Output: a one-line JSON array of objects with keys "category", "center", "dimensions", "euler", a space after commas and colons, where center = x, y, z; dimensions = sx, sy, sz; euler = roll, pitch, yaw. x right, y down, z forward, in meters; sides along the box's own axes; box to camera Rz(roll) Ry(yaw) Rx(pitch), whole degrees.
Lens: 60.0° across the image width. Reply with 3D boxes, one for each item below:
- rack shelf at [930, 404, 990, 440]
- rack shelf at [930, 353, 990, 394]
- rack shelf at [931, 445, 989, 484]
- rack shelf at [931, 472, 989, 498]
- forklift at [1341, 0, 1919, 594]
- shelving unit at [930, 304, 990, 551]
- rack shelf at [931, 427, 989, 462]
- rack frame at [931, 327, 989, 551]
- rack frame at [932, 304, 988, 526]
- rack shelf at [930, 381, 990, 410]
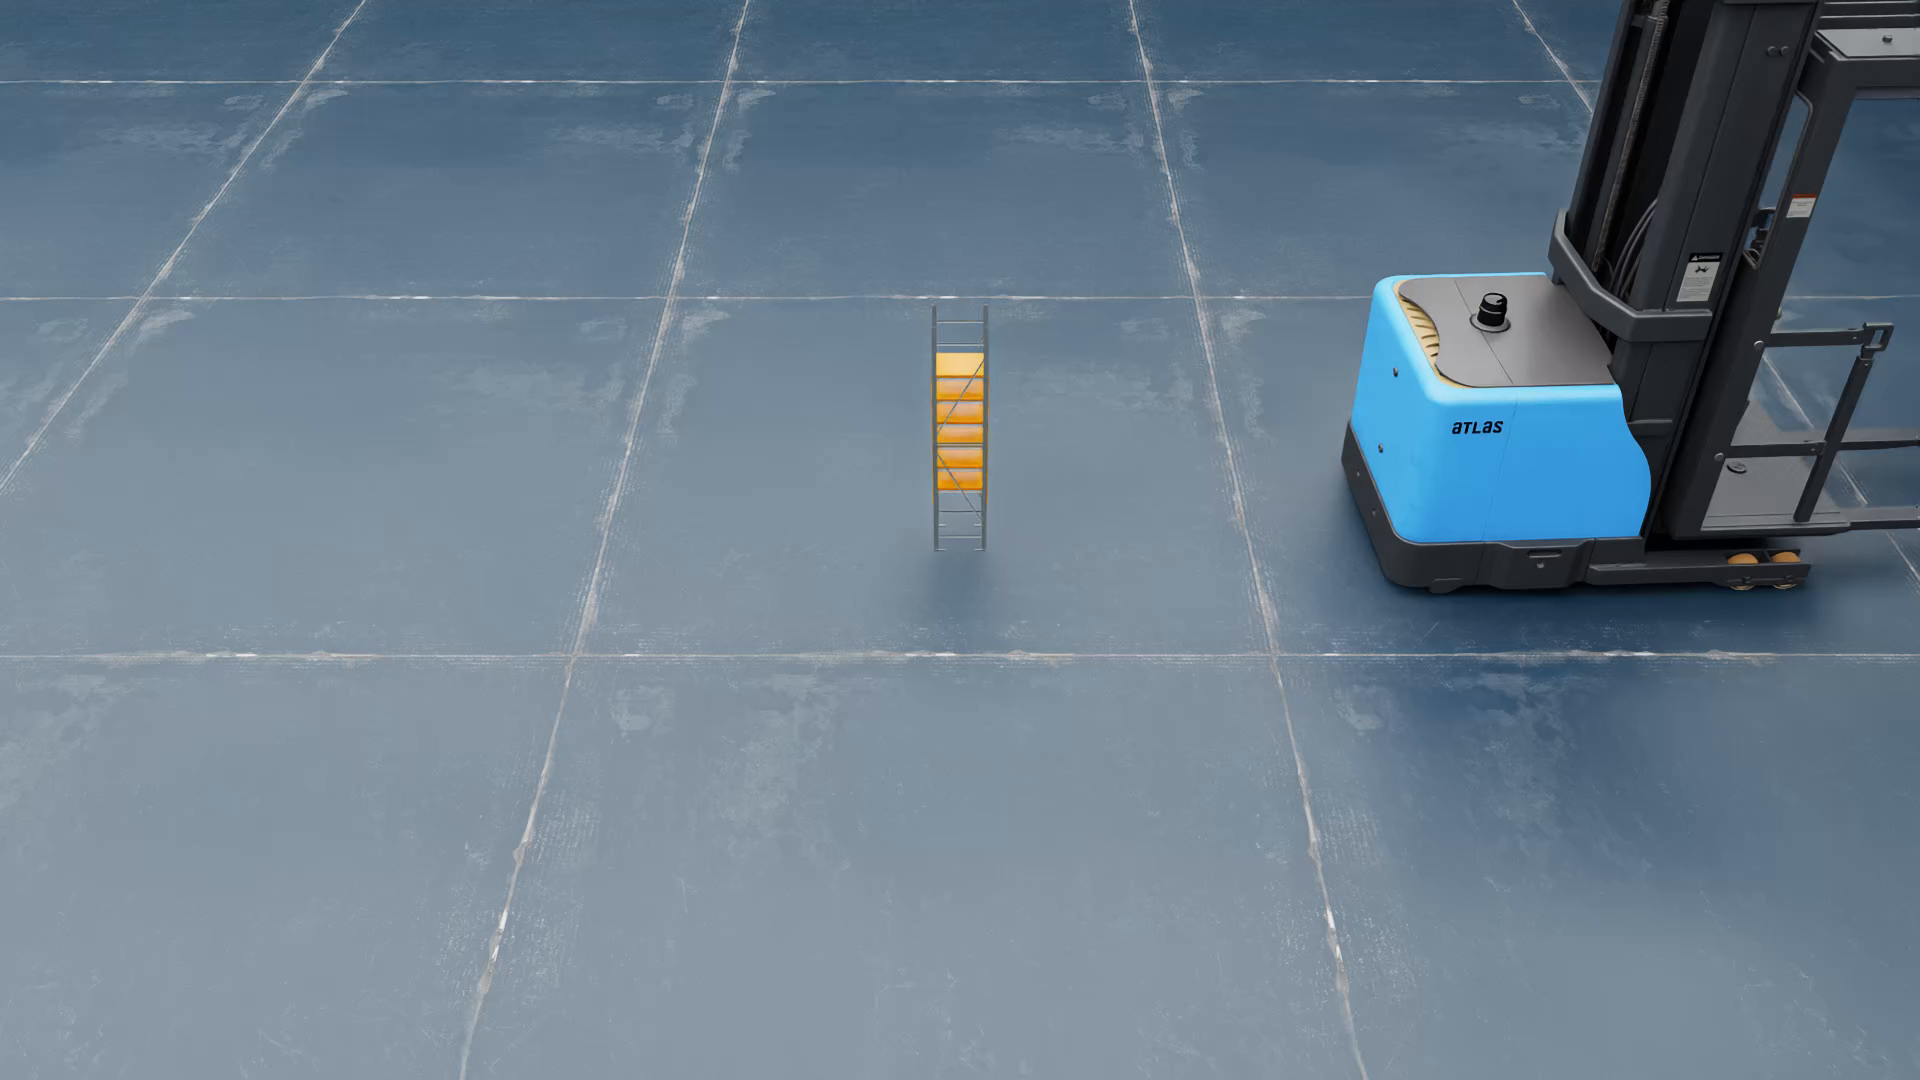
[{"category": "rack shelf", "center": [0.000, -0.536, 7.339], "dimensions": [0.258, 0.103, 0.180], "euler": [0, 39, 0]}, {"category": "rack shelf", "center": [0.000, -0.724, 7.189], "dimensions": [0.258, 0.103, 0.180], "euler": [0, 39, 0]}, {"category": "rack shelf", "center": [0.000, -0.349, 7.489], "dimensions": [0.258, 0.103, 0.180], "euler": [0, 39, 0]}, {"category": "rack shelf", "center": [0.000, -0.255, 7.564], "dimensions": [0.258, 0.103, 0.180], "euler": [0, 39, 0]}, {"category": "forklift", "center": [3.393, -1.250, 6.966], "dimensions": [3.031, 2.935, 1.130], "euler": [-2, 39, -2]}, {"category": "shelving unit", "center": [0.000, -0.477, 7.386], "dimensions": [0.258, 1.200, 0.189], "euler": [0, 39, 0]}, {"category": "rack shelf", "center": [0.000, -0.443, 7.414], "dimensions": [0.258, 0.103, 0.180], "euler": [0, 39, 0]}, {"category": "rack frame", "center": [0.000, -0.420, 7.315], "dimensions": [0.240, 1.200, 0.006], "euler": [0, 39, 0]}, {"category": "rack frame", "center": [0.000, -0.534, 7.457], "dimensions": [0.240, 1.200, 0.006], "euler": [0, 39, 0]}, {"category": "rack shelf", "center": [0.000, -0.630, 7.264], "dimensions": [0.258, 0.103, 0.180], "euler": [0, 39, 0]}]
